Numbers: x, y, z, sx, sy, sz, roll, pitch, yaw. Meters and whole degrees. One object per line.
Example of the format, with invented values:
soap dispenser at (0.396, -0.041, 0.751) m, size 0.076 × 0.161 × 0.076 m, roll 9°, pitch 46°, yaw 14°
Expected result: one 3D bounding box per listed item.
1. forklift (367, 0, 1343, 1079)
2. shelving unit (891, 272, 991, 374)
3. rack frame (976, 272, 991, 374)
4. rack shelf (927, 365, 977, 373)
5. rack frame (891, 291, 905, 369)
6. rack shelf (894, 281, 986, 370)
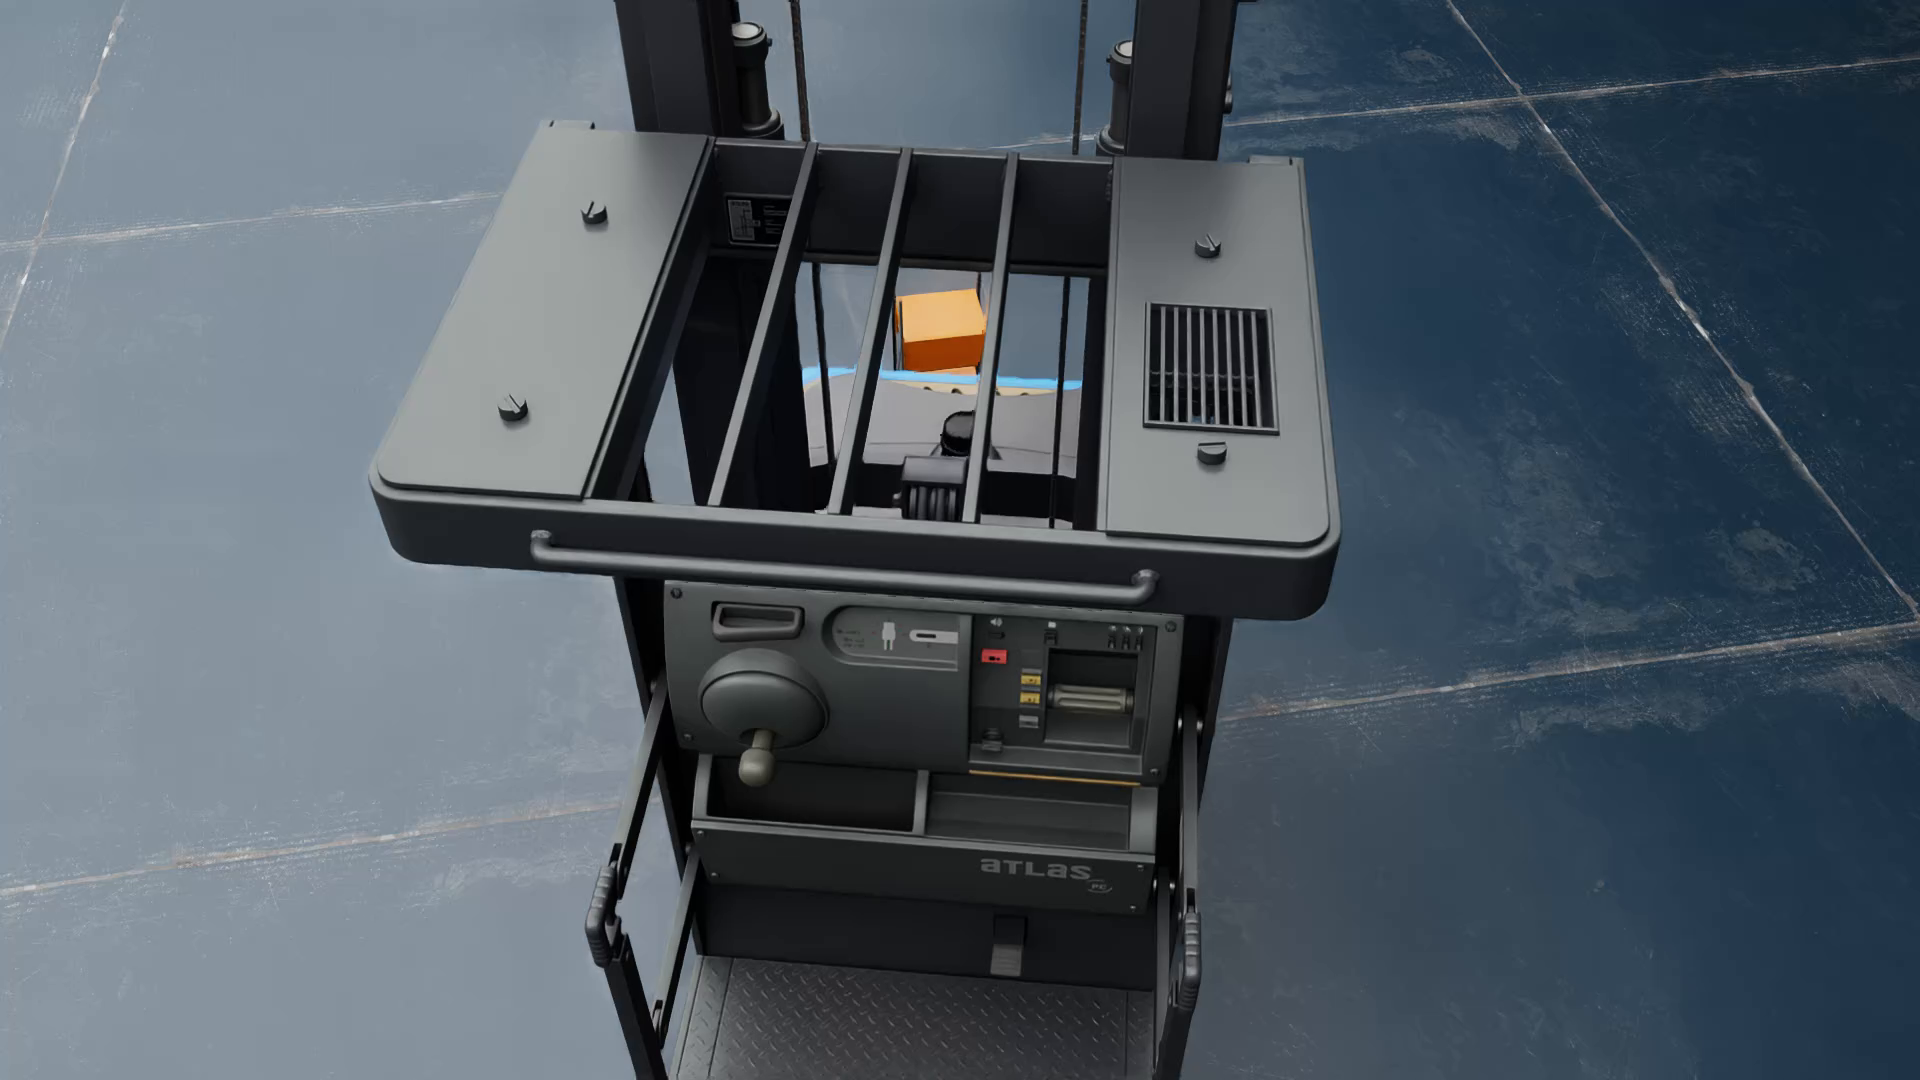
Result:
forklift at (-0.088, 0.366, 2.862) m, size 1.130 × 2.935 × 3.031 m, roll 4°, pitch 46°, yaw 4°
shelving unit at (-0.053, -0.358, 4.866) m, size 0.252 × 1.050 × 0.215 m, roll -7°, pitch 46°, yaw -7°
rack frame at (0.067, -0.373, 4.880) m, size 0.008 × 1.050 × 0.200 m, roll -7°, pitch 46°, yaw -7°
rack shelf at (-0.053, -0.350, 4.873) m, size 0.240 × 0.259 × 0.215 m, roll -7°, pitch 46°, yaw -7°
rack frame at (-0.173, -0.343, 4.851) m, size 0.008 × 1.050 × 0.200 m, roll -7°, pitch 46°, yaw -7°
rack shelf at (-0.053, -0.547, 4.669) m, size 0.240 × 0.259 × 0.215 m, roll -7°, pitch 46°, yaw -7°
